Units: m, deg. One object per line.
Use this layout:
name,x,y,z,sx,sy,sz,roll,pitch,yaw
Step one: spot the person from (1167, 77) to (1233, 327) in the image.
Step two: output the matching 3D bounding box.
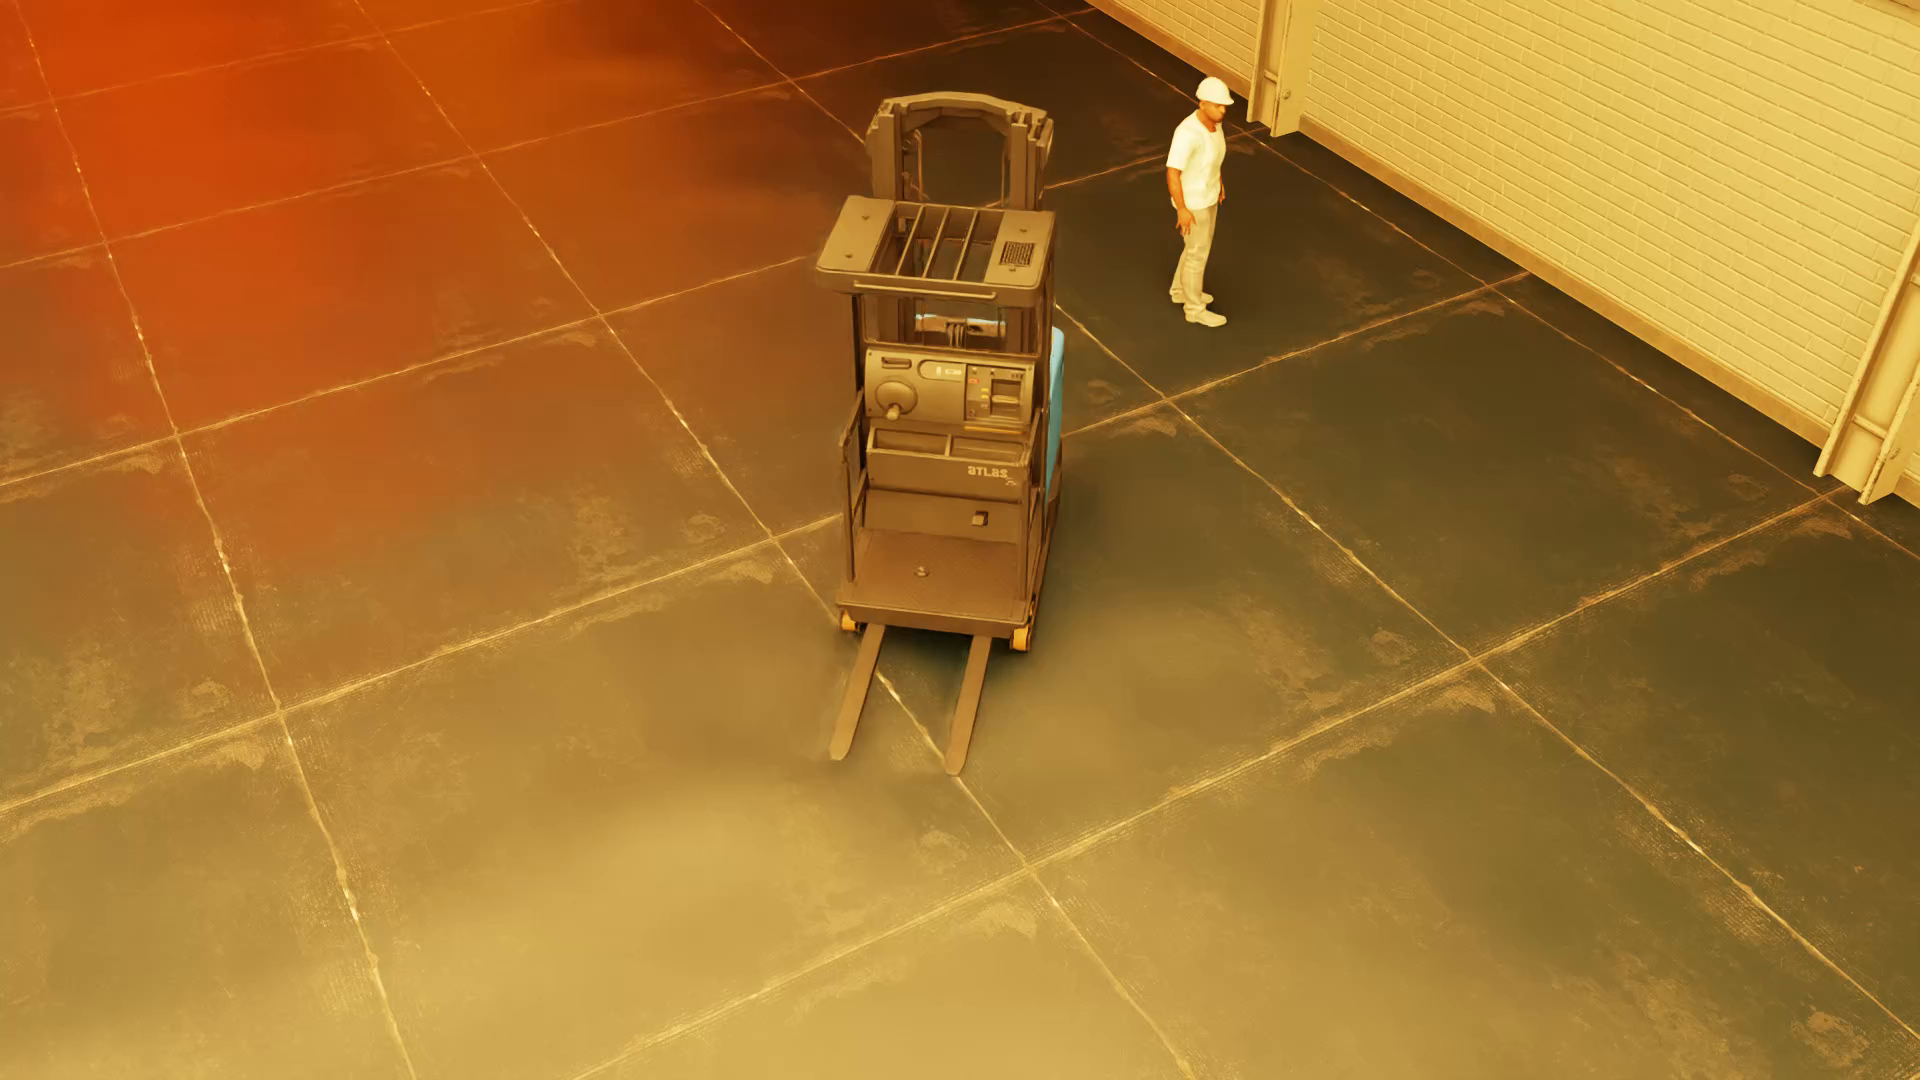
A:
person,1.769,-2.417,11.869,0.545,1.760,0.753,15,42,17

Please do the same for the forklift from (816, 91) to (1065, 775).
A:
forklift,-0.093,-0.742,8.931,1.130,2.935,3.031,6,40,7
